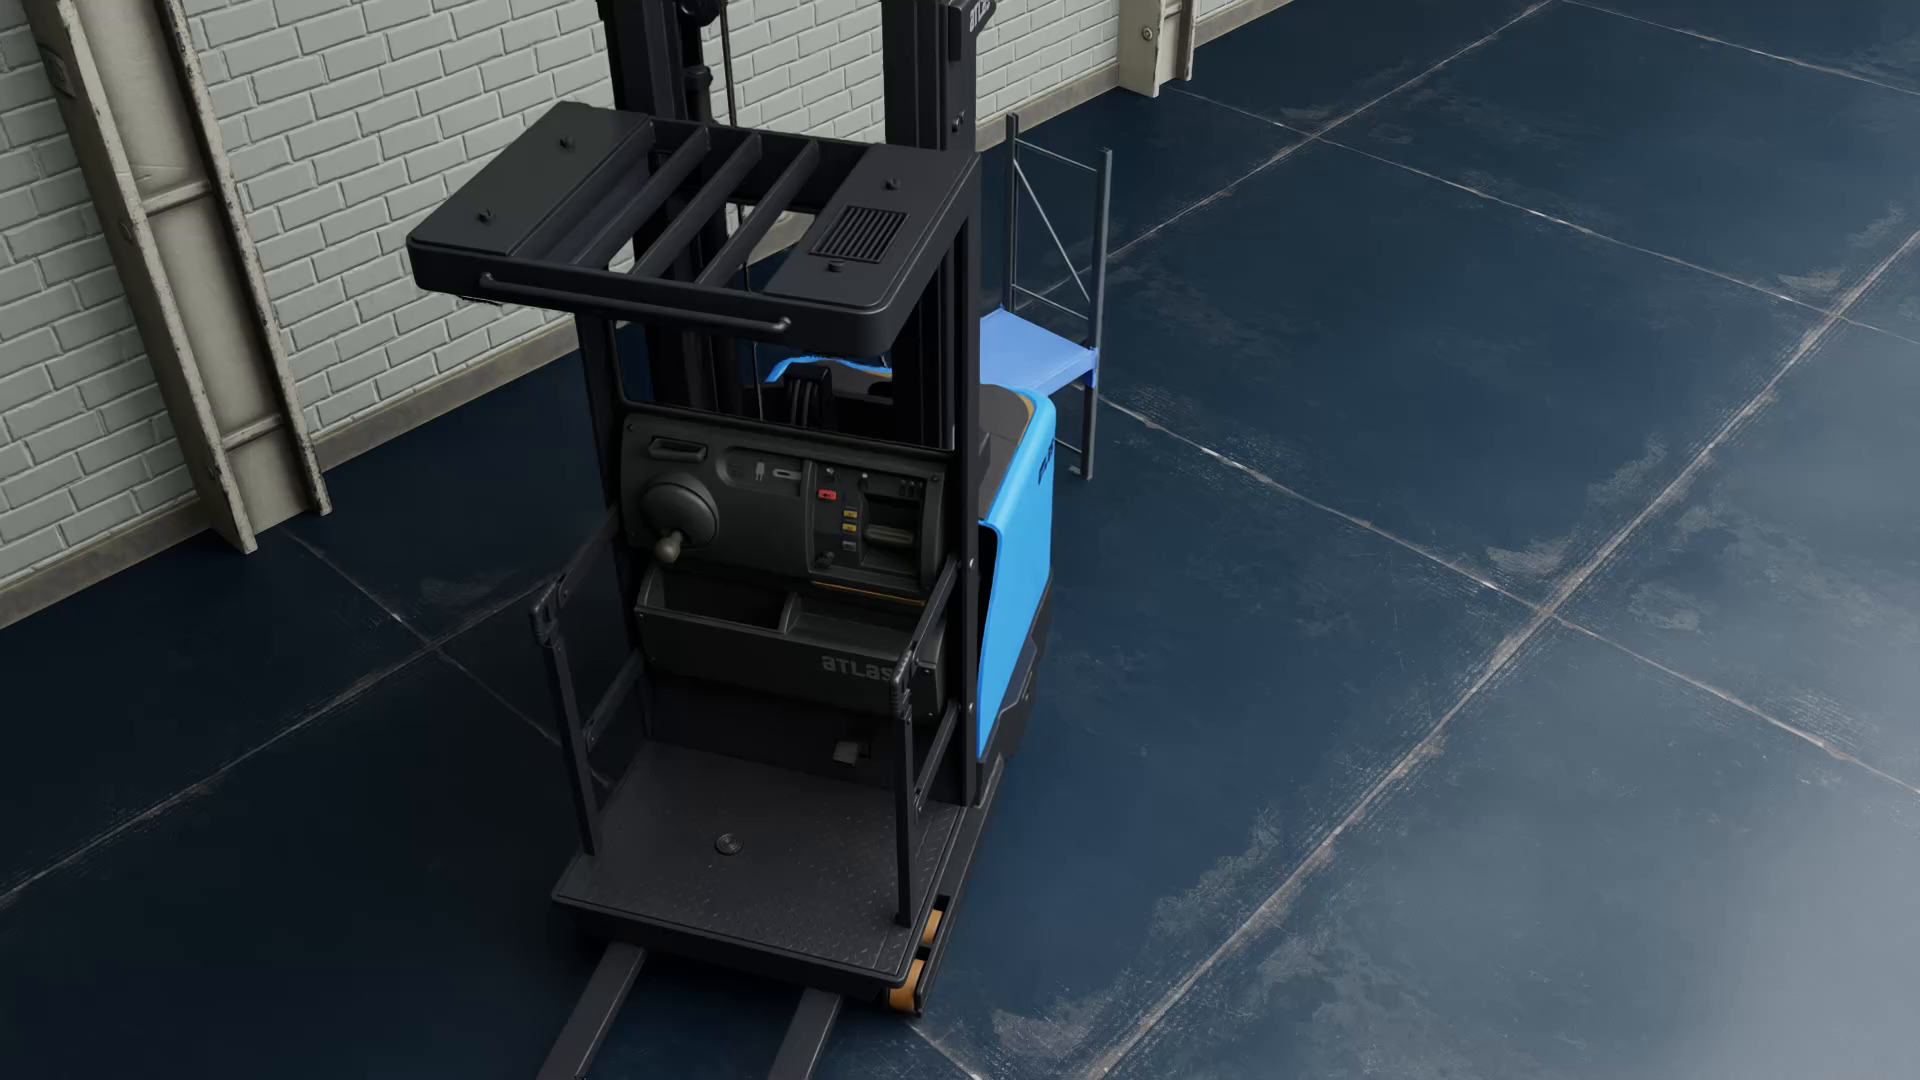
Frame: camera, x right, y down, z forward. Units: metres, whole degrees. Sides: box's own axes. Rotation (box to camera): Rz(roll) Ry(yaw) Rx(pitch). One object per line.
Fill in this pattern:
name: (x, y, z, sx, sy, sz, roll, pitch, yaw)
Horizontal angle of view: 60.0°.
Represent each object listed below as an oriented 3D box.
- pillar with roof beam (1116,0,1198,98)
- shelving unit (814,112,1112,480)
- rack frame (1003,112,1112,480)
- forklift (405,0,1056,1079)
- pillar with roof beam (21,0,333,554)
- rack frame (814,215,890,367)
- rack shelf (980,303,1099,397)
pillar with roof beam: (4.377, -4.567, 5.263, 9.100, 9.000, 0.400, 30, 47, 32)
shelving unit: (0.025, -0.721, 6.451, 0.538, 1.500, 1.048, 30, 47, 32)
rack frame: (0.371, -0.953, 6.743, 0.500, 1.500, 0.032, 30, 47, 32)
forklift: (-0.553, -0.012, 4.410, 1.130, 2.935, 3.031, 10, 40, 12)
pillar with roof beam: (0.329, -1.811, 1.797, 9.100, 9.000, 0.400, 30, 47, 32)
rack frame: (-0.320, -0.489, 6.159, 0.500, 1.500, 0.032, 30, 47, 32)
rack shelf: (0.025, -0.580, 6.563, 0.538, 0.185, 1.000, 30, 47, 32)
